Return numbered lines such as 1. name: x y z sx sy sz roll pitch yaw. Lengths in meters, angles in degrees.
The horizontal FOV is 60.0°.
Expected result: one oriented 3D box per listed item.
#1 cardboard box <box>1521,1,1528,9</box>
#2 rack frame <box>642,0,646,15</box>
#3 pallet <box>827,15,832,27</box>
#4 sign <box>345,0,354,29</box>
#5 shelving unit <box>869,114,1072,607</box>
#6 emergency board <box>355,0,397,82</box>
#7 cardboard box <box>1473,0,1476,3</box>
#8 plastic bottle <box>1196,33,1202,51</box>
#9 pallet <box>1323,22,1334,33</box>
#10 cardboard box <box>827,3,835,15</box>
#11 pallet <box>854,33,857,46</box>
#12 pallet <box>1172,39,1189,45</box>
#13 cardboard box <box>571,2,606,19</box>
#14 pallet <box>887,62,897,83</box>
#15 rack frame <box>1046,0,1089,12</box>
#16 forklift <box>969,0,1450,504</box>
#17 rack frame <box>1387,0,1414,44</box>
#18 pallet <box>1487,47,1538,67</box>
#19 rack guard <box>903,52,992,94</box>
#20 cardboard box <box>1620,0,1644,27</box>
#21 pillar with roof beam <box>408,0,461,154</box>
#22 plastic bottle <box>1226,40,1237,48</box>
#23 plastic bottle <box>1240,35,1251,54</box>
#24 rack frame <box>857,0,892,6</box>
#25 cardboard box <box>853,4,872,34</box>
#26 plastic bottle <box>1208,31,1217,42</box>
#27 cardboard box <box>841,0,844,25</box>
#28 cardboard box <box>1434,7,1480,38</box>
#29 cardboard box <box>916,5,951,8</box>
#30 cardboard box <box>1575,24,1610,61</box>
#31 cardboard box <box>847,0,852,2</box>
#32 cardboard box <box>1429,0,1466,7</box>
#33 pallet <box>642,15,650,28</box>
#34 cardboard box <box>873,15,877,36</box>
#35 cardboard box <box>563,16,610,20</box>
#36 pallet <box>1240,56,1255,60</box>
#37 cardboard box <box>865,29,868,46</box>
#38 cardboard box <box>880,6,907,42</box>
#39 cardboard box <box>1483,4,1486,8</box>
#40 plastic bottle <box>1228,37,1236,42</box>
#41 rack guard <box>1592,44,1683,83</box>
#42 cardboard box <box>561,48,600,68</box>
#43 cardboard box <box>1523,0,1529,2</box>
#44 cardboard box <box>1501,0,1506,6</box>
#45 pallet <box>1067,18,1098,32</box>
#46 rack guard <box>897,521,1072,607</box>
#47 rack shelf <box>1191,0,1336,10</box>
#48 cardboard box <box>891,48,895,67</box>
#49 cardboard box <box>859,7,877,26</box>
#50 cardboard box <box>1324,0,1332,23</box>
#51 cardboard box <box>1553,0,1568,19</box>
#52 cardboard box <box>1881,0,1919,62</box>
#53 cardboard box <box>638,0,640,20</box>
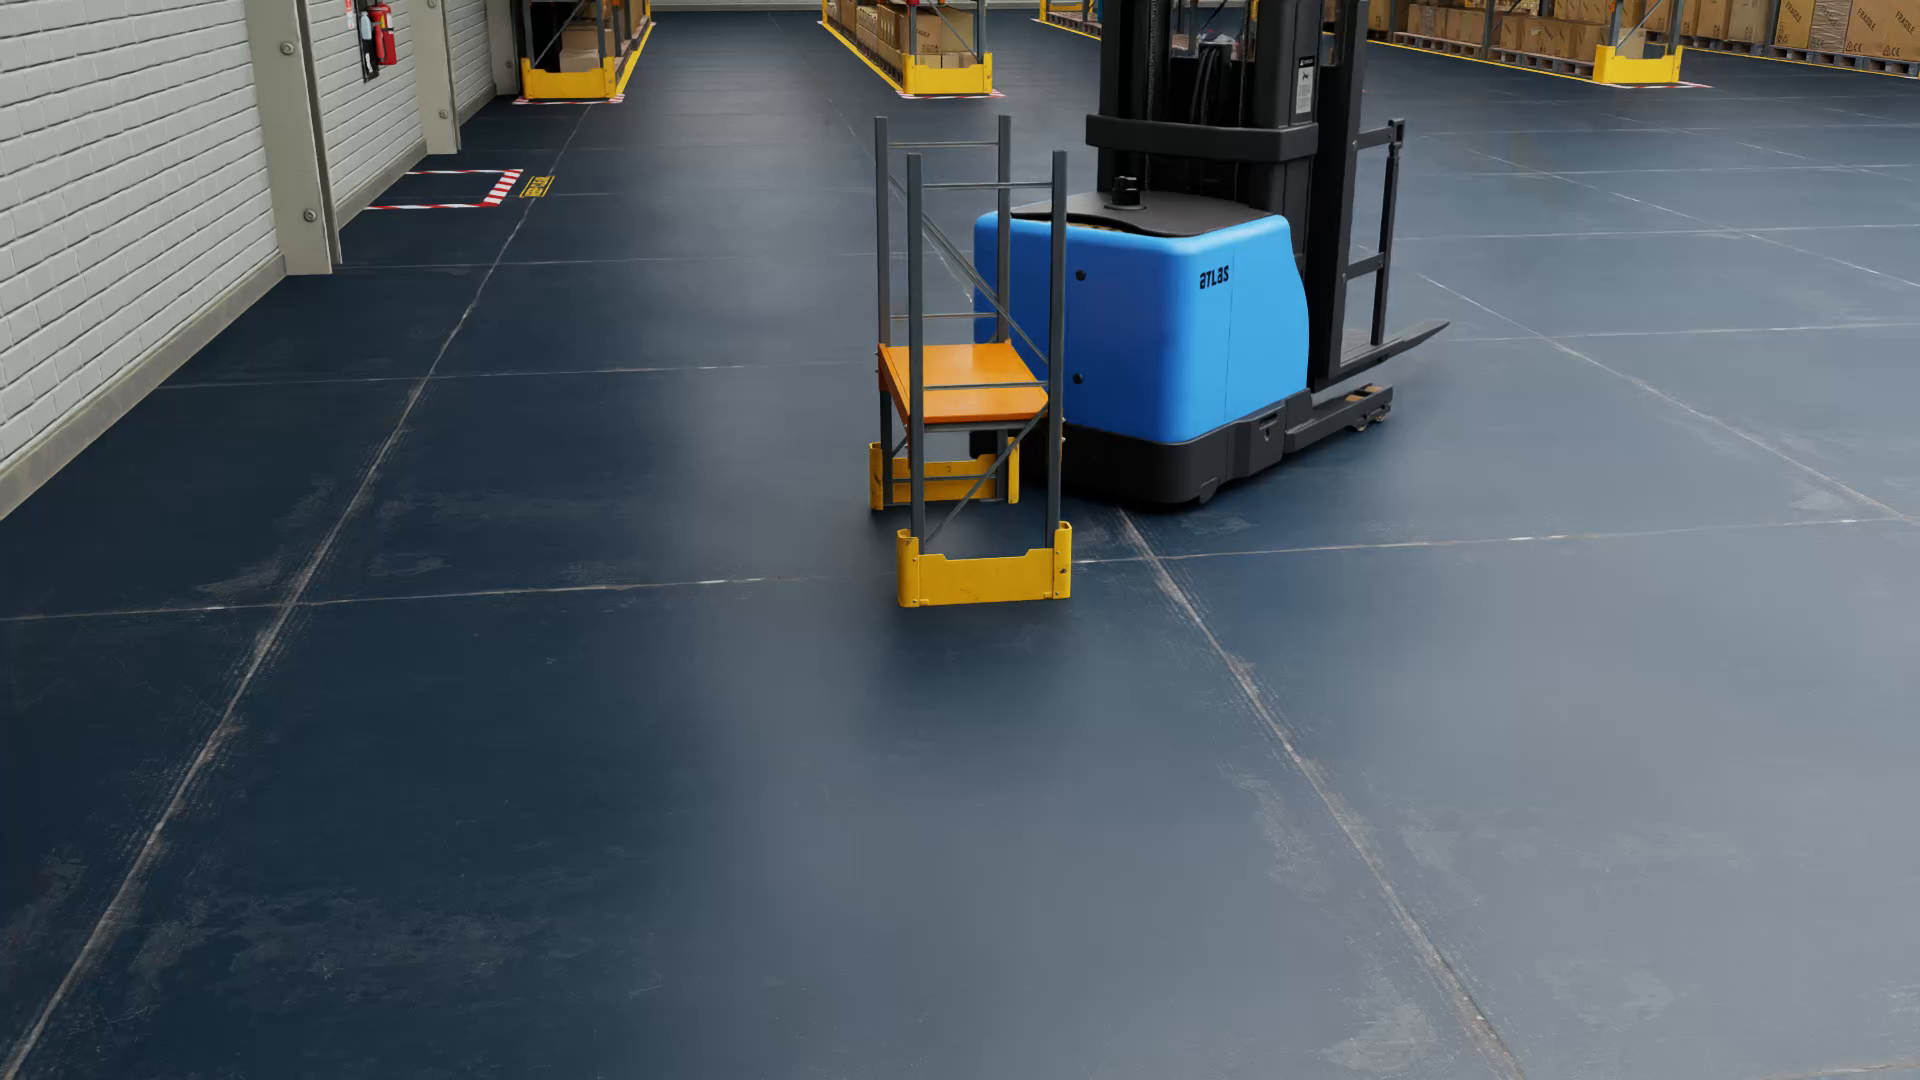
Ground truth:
1. cardboard box: 12.358 -11.560 35.930 0.380 0.149 0.250 -4 21 -10
2. rack frame: -7.379 -12.702 35.937 1.000 3.000 0.127 -3 21 -8
3. pallet: -2.350 -11.344 36.288 1.003 0.211 1.213 -3 21 -8
4. sign: -4.868 -4.246 13.246 0.001 0.329 0.234 -3 21 -8
5. shelving unit: 0.011 -0.676 5.883 0.587 1.500 1.083 -3 21 -8
6. emergency board: -4.846 -4.426 13.779 0.194 1.169 0.643 -3 21 -8
7. cardboard box: 12.070 -12.473 38.373 0.380 0.149 0.250 -2 21 -5
8. plastic bottle: 3.767 -7.842 26.197 0.097 0.271 0.097 0 20 0
9. pallet: 8.089 -10.497 34.019 1.003 0.211 1.213 -3 21 -8
10. cardboard box: -2.607 -11.495 36.008 0.500 0.250 0.500 -3 21 -8
11. pallet: -1.394 -9.137 30.379 1.003 0.211 1.213 -3 21 -8
12. pallet: 3.824 -8.434 28.495 1.003 0.211 1.213 -3 21 -8
13. cardboard box: -5.838 -8.340 26.130 0.500 0.250 0.500 -3 21 -9
14. pallet: -0.495 -6.791 24.097 1.003 0.211 1.213 -3 21 -8
15. rack frame: 2.425 -13.202 37.275 1.000 3.000 0.127 -3 21 -8
16. forklift: 1.345 -1.959 7.271 1.130 2.935 3.031 15 25 35
17. rack frame: 8.479 -10.681 30.528 1.000 3.000 0.127 -3 21 -8
18. pallet: 9.188 -7.760 26.690 1.003 0.211 1.213 -3 21 -8
19. rack guard: -0.167 -6.234 22.193 1.175 0.500 0.348 -3 21 -8
20. cardboard box: 13.049 -10.137 32.043 0.500 0.500 0.500 -3 21 -8
21. pillar with roof beam: -0.904 -8.311 15.607 9.100 9.000 0.400 -3 21 -8
22. plastic bottle: 4.024 -7.294 24.723 0.152 0.276 0.135 -3 21 -7
23. plastic bottle: 4.418 -7.686 25.771 0.152 0.276 0.135 -3 21 -8
24. rack frame: -1.324 -10.183 29.194 1.000 3.000 0.127 -3 21 -8
25. cardboard box: -1.691 -9.530 30.389 0.500 0.500 0.500 -2 21 -6
26. plastic bottle: 3.888 -7.646 25.558 0.144 0.351 0.185 -4 21 -10
27. cardboard box: -2.072 -10.423 32.781 0.500 0.500 0.500 -4 21 -10
28. cardboard box: 8.777 -9.098 29.233 0.700 0.500 0.500 -1 21 -3
29. cardboard box: -0.404 -7.735 24.897 0.500 0.500 0.500 -3 21 -8
30. cardboard box: 9.439 -7.360 24.606 0.500 0.500 0.500 2 21 6
31. cardboard box: -1.855 -10.255 31.258 0.500 0.250 0.500 -3 21 -9
32. cardboard box: 8.692 -9.654 29.650 0.500 0.250 0.500 -1 20 -2
33. pallet: -7.186 -11.123 35.695 1.003 0.211 1.213 -3 21 -8
34. cardboard box: -1.089 -8.095 26.132 0.500 0.311 0.500 -3 21 -8
35. cardboard box: -5.895 -8.013 26.326 0.700 0.500 0.500 -3 21 -9
36. pallet: 4.390 -7.082 24.877 1.003 0.211 1.213 -3 21 -8
37. cardboard box: -1.311 -8.364 27.654 0.500 0.250 0.500 -2 21 -7
38. cardboard box: -0.910 -7.709 24.827 0.500 0.500 0.500 -3 21 -8
39. cardboard box: 12.098 -12.064 37.704 0.380 0.149 0.250 -3 21 -7
40. plastic bottle: 4.092 -7.480 25.220 0.152 0.276 0.135 -3 21 -8
41. rack guard: 9.622 -6.767 23.620 1.175 0.500 0.348 -3 21 -8
42. cardboard box: -5.165 -6.550 22.681 0.500 0.311 0.500 -1 21 -3
43. cardboard box: 12.398 -11.704 35.889 0.380 0.149 0.250 -3 21 -8
44. cardboard box: 12.319 -12.022 37.165 0.380 0.149 0.250 -2 21 -5
45. pallet: 2.857 -10.763 34.731 1.003 0.211 1.213 -3 21 -8
46. rack guard: 0.083 0.082 5.640 0.587 0.250 0.087 -3 21 -8
47. rack shelf: 4.443 -8.017 24.423 1.077 0.370 4.000 -3 21 -8
48. cardboard box: -0.698 -6.838 23.568 0.500 0.250 0.500 -3 21 -8
49. cardboard box: -1.455 -8.977 28.492 0.500 0.311 0.500 -3 21 -9
50. cardboard box: 8.015 -11.047 33.944 1.225 0.875 0.875 -3 21 -8
51. cardboard box: 12.670 -11.038 34.455 0.500 0.500 0.500 -2 21 -6
52. cardboard box: 14.392 -7.560 24.606 0.875 0.875 0.875 -3 21 -7
53. cardboard box: -6.877 -10.781 33.766 0.700 0.500 0.500 -3 21 -8
